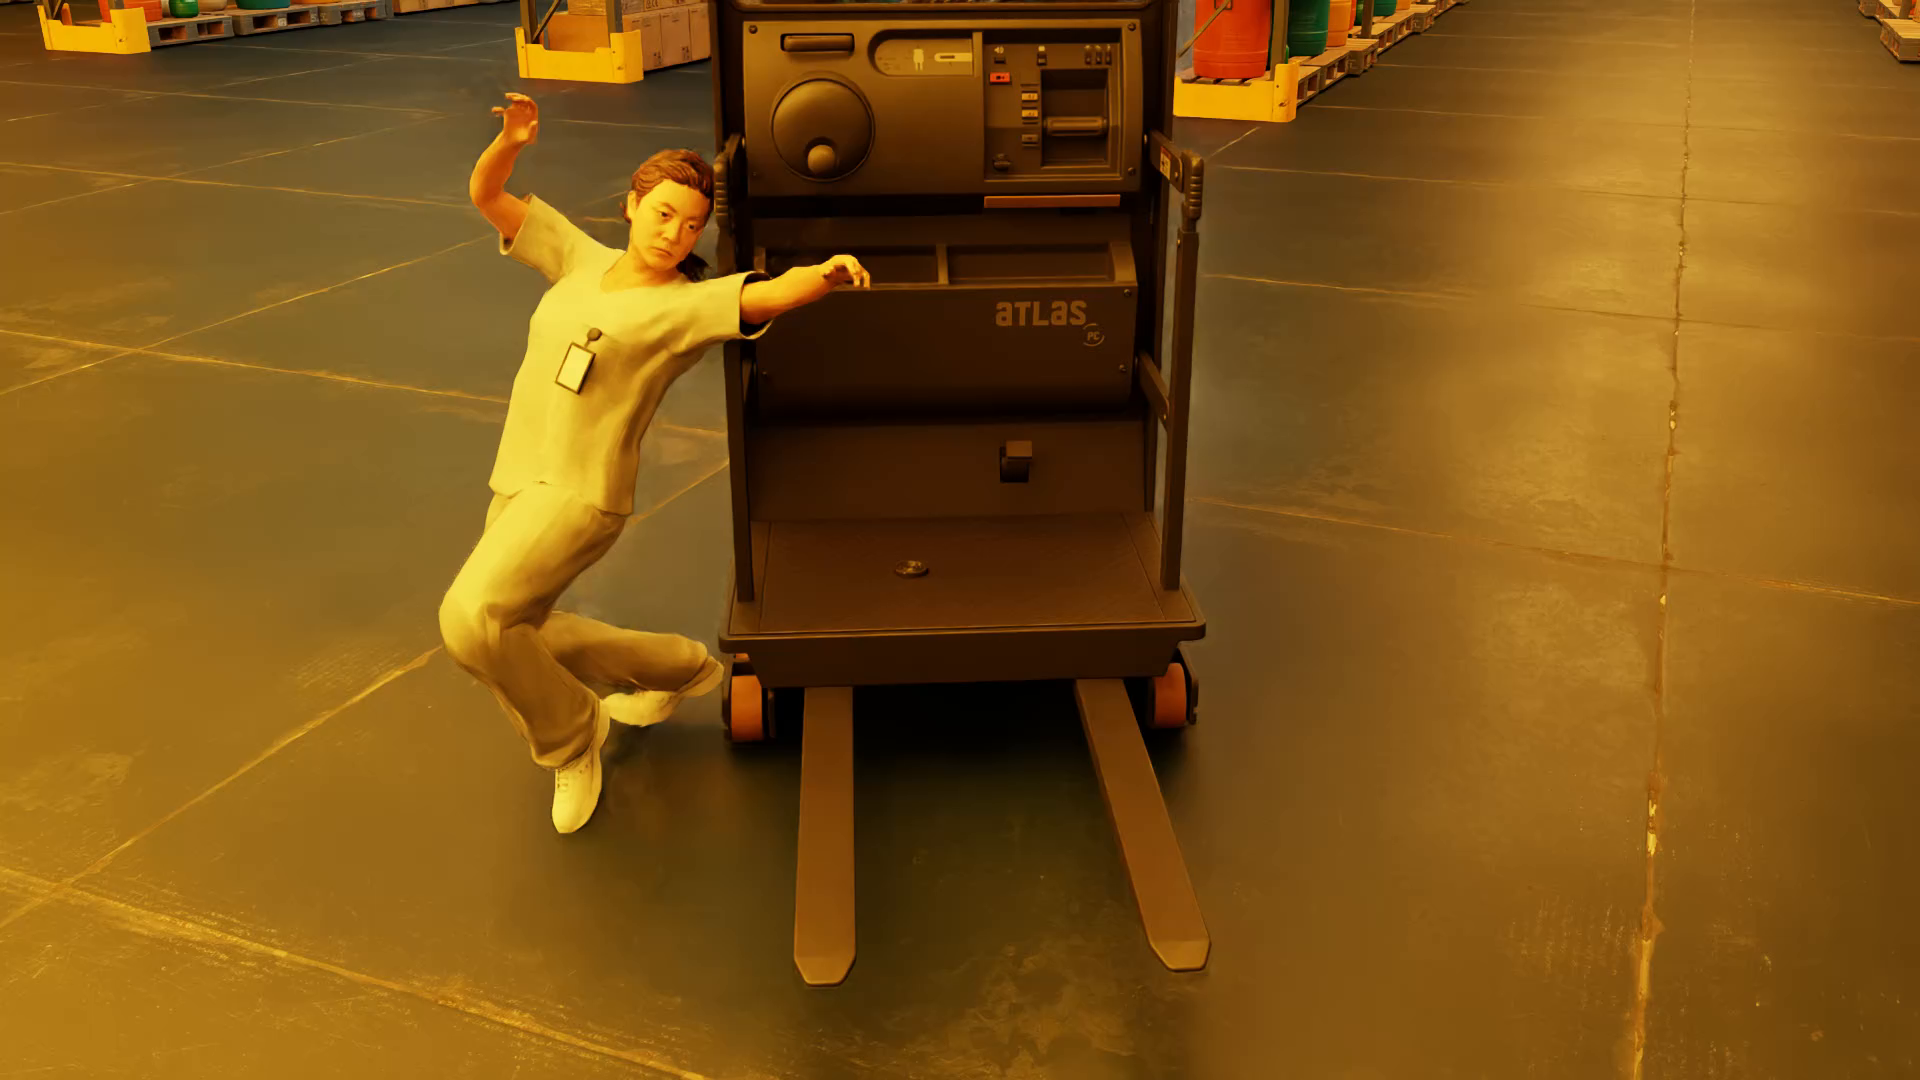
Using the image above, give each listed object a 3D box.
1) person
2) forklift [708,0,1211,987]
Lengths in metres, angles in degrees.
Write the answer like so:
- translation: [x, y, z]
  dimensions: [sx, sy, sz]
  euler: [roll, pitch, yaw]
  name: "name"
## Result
- translation: [-0.686, -0.116, 3.405]
  dimensions: [0.805, 1.535, 0.984]
  euler: [-21, 30, -40]
  name: "person"
- translation: [-0.020, -1.001, 3.688]
  dimensions: [1.130, 2.935, 3.031]
  euler: [-1, 23, -3]
  name: "forklift"
